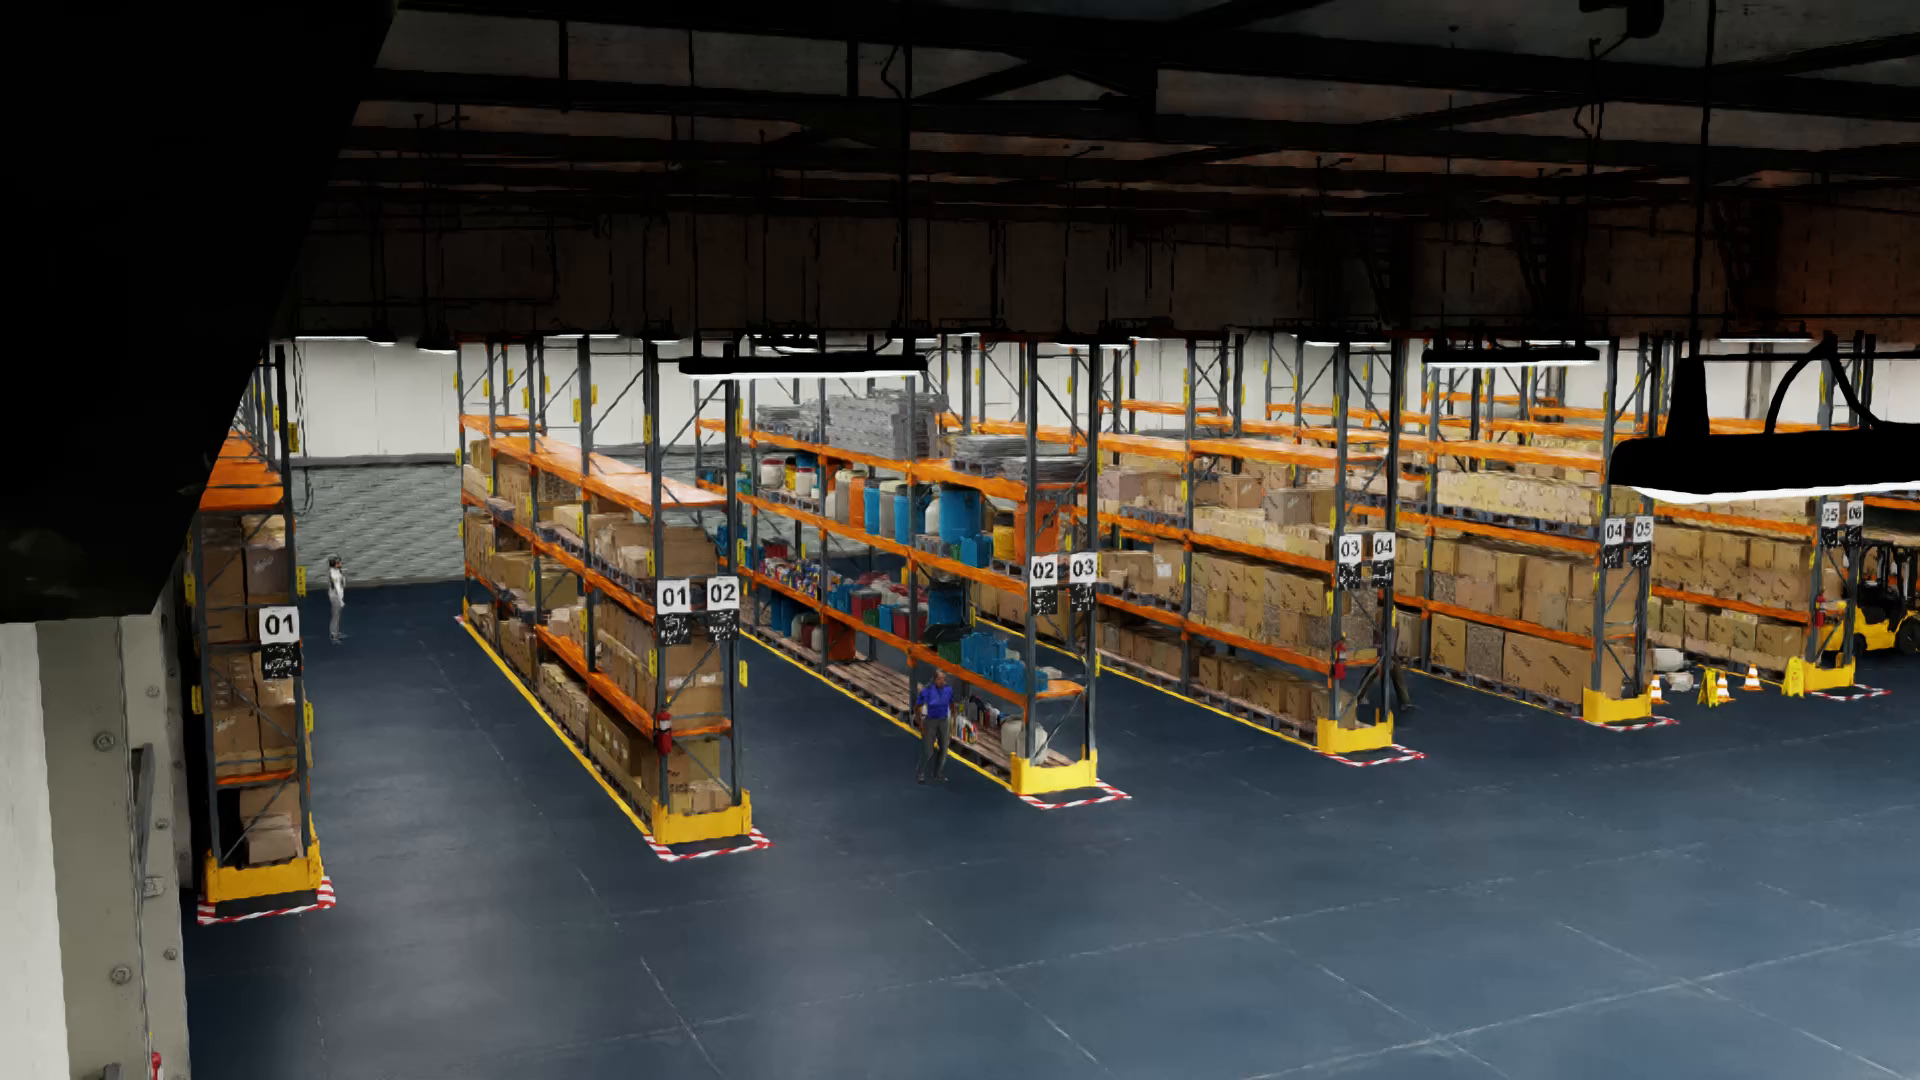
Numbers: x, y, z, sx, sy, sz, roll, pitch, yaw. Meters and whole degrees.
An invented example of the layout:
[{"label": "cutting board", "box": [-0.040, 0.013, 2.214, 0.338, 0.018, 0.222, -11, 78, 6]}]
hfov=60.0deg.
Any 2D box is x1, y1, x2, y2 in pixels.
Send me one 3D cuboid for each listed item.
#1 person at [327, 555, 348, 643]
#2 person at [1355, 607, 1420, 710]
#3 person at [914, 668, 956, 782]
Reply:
[{"label": "person", "box": [-12.138, 1.124, 32.391, 0.367, 1.684, 0.602, -4, 8, -25]}, {"label": "person", "box": [6.860, 1.869, 26.762, 0.607, 1.699, 1.170, -5, 9, -33]}, {"label": "person", "box": [-0.339, 2.508, 22.606, 0.593, 1.603, 0.511, -4, 8, -25]}]
